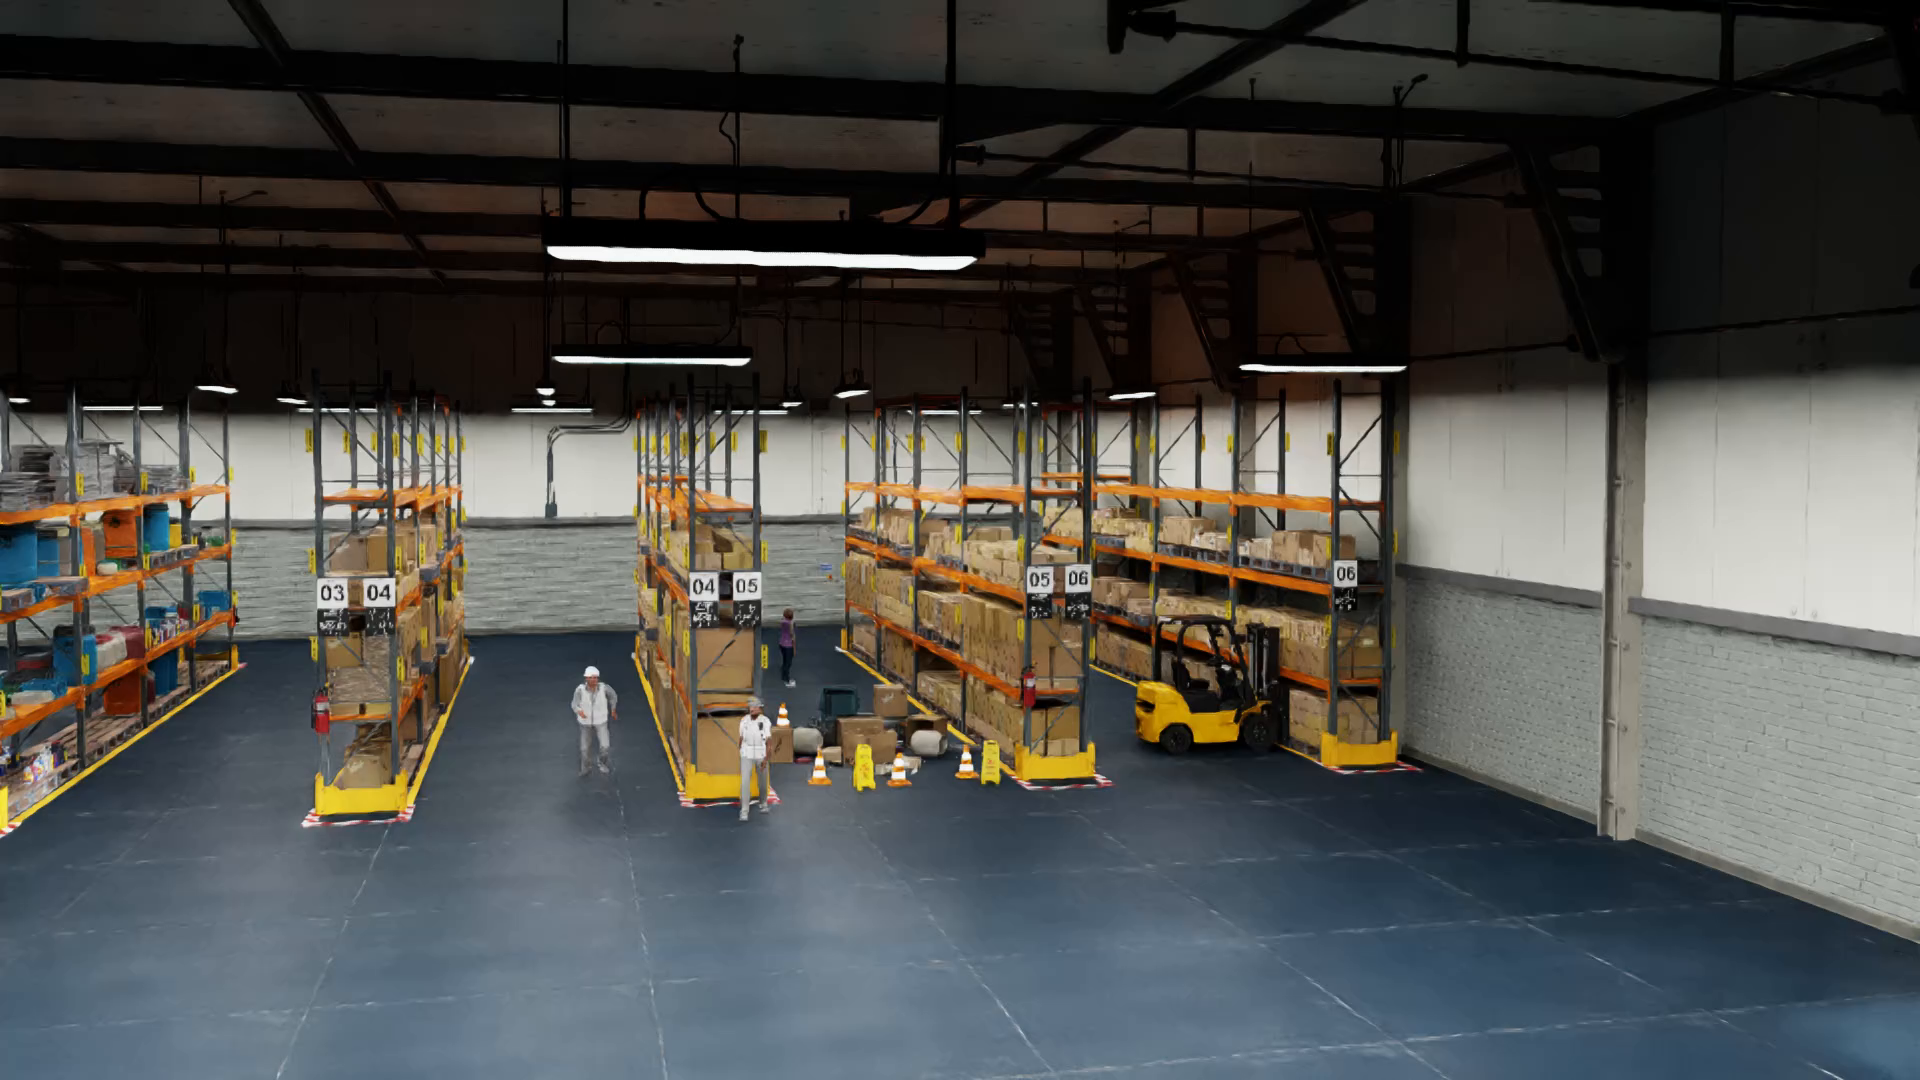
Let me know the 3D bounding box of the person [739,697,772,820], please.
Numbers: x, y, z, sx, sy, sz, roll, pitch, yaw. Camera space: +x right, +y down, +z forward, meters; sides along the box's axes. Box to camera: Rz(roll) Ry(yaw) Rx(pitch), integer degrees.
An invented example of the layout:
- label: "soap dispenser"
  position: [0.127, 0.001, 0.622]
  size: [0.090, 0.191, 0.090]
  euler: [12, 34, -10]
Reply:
- label: "person"
  position: [-2.737, 2.892, 22.283]
  size: [0.443, 1.614, 1.000]
  euler: [0, 3, -5]

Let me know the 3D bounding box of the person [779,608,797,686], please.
- label: "person"
  position: [-3.531, 2.202, 34.377]
  size: [0.423, 1.599, 0.499]
  euler: [-3, 4, -38]

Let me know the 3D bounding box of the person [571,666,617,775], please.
- label: "person"
  position: [-5.489, 2.719, 24.943]
  size: [0.665, 1.702, 0.810]
  euler: [0, 3, -8]
